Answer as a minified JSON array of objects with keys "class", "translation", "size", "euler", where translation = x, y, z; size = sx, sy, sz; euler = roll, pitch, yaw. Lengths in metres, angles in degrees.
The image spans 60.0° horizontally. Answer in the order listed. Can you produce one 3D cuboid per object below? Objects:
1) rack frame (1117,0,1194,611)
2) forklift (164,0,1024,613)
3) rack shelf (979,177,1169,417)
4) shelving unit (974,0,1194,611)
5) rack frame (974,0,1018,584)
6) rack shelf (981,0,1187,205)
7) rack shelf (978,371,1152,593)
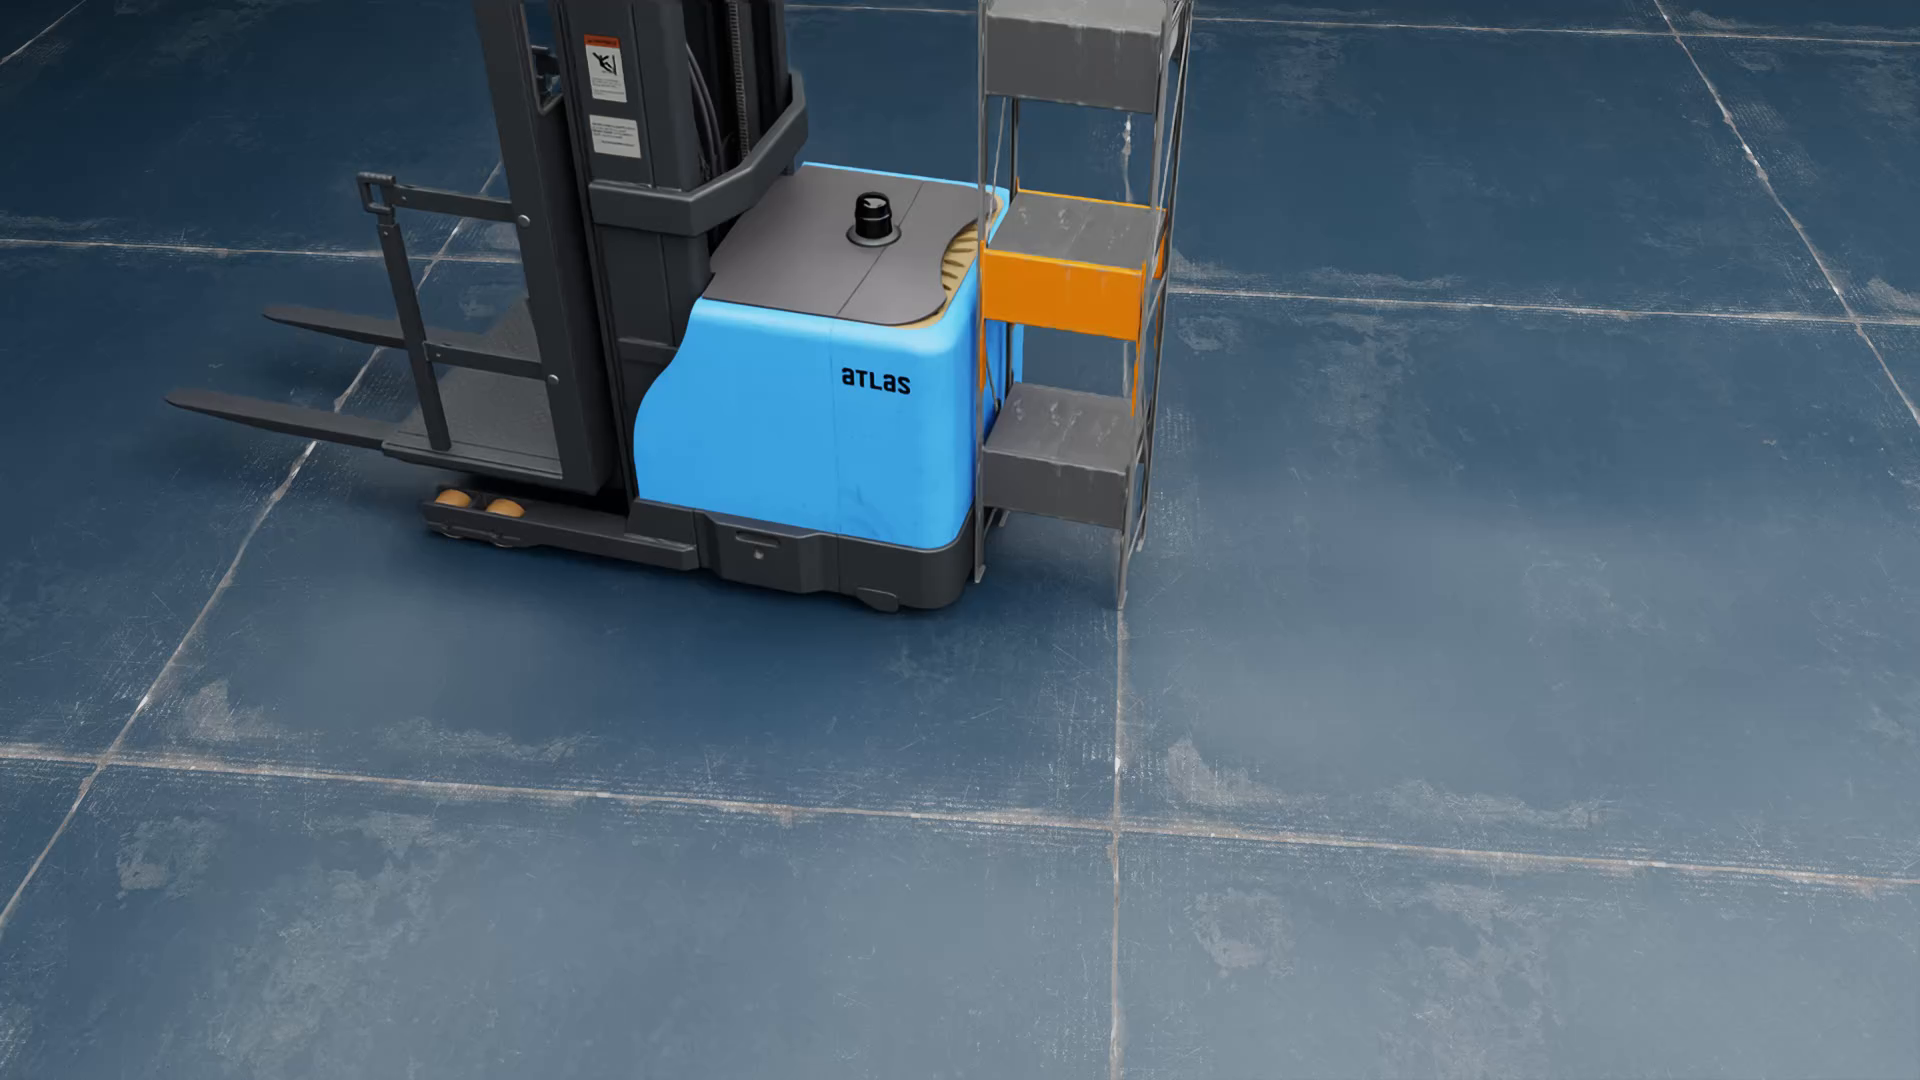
[{"class":"rack frame","translation":[0.580,-0.704,4.951],"size":[0.015,2.100,0.400],"euler":[10,40,12]},{"class":"forklift","translation":[-1.342,-1.420,5.172],"size":[3.031,2.935,1.130],"euler":[10,40,12]},{"class":"rack shelf","translation":[0.345,-0.735,5.012],"size":[0.480,0.518,0.431],"euler":[10,40,12]},{"class":"shelving unit","translation":[0.345,-0.746,5.003],"size":[0.503,2.100,0.431],"euler":[10,40,12]},{"class":"rack frame","translation":[0.111,-0.788,5.055],"size":[0.015,2.100,0.400],"euler":[10,40,12]},{"class":"rack shelf","translation":[0.345,-1.278,4.570],"size":[0.480,0.518,0.431],"euler":[10,40,12]},{"class":"rack shelf","translation":[0.345,-0.193,5.454],"size":[0.480,0.518,0.431],"euler":[10,40,12]}]
